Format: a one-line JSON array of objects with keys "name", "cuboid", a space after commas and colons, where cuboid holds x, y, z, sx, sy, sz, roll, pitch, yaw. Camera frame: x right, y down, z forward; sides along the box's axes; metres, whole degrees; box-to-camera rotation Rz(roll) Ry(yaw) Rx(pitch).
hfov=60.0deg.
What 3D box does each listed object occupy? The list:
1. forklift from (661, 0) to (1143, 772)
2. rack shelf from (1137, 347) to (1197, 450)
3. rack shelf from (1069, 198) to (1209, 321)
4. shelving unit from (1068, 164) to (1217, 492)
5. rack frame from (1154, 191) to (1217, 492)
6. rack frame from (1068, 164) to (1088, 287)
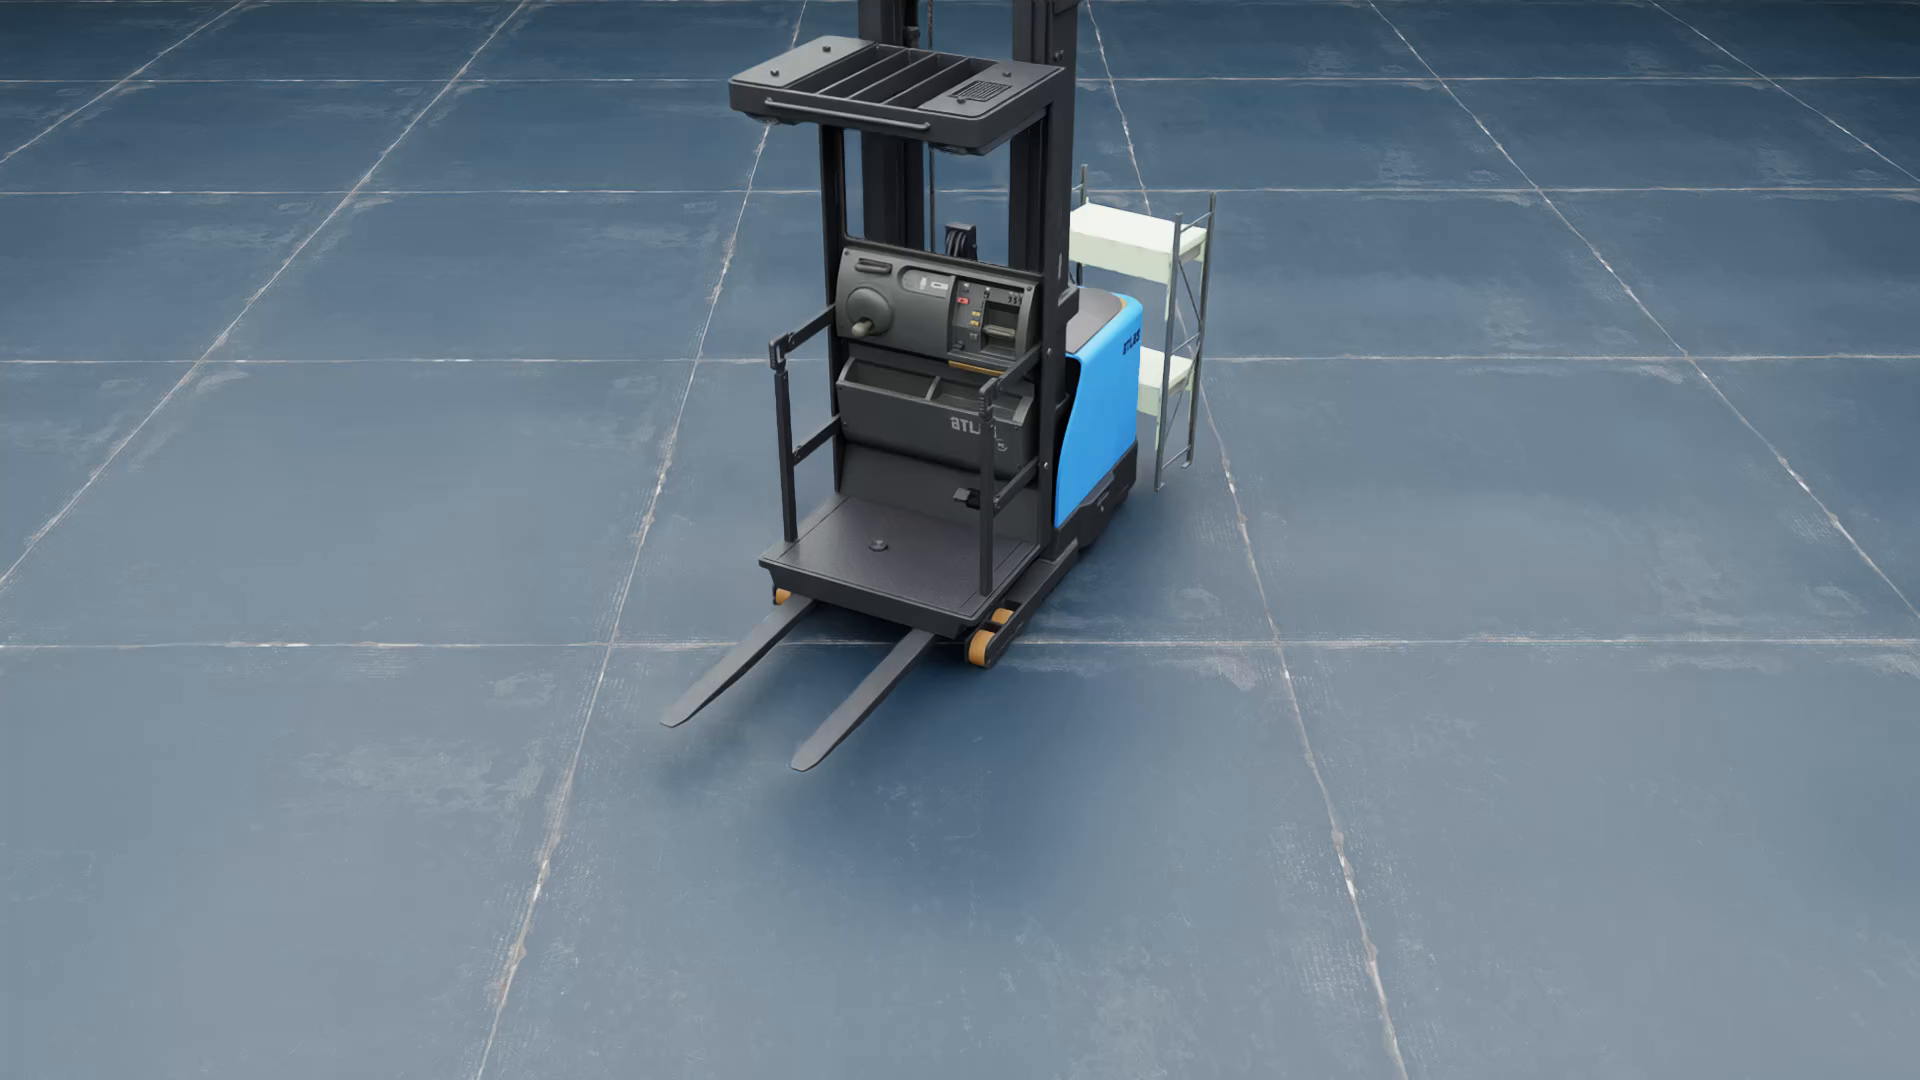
[{"name": "forklift", "cuboid": [-0.208, -0.955, 6.998, 1.130, 2.935, 3.031, 15, 34, 23]}, {"name": "rack shelf", "cuboid": [0.830, -0.810, 8.760, 0.720, 0.370, 0.431, 19, 35, 29]}, {"name": "rack shelf", "cuboid": [0.837, -1.427, 8.396, 0.720, 0.370, 0.431, 19, 35, 29]}, {"name": "shelving unit", "cuboid": [0.833, -1.091, 8.595, 0.755, 1.500, 0.431, 19, 35, 29]}, {"name": "rack frame", "cuboid": [1.136, -0.984, 8.419, 0.023, 1.500, 0.400, 19, 35, 29]}, {"name": "rack frame", "cuboid": [0.530, -1.197, 8.770, 0.023, 1.500, 0.400, 19, 35, 29]}]
